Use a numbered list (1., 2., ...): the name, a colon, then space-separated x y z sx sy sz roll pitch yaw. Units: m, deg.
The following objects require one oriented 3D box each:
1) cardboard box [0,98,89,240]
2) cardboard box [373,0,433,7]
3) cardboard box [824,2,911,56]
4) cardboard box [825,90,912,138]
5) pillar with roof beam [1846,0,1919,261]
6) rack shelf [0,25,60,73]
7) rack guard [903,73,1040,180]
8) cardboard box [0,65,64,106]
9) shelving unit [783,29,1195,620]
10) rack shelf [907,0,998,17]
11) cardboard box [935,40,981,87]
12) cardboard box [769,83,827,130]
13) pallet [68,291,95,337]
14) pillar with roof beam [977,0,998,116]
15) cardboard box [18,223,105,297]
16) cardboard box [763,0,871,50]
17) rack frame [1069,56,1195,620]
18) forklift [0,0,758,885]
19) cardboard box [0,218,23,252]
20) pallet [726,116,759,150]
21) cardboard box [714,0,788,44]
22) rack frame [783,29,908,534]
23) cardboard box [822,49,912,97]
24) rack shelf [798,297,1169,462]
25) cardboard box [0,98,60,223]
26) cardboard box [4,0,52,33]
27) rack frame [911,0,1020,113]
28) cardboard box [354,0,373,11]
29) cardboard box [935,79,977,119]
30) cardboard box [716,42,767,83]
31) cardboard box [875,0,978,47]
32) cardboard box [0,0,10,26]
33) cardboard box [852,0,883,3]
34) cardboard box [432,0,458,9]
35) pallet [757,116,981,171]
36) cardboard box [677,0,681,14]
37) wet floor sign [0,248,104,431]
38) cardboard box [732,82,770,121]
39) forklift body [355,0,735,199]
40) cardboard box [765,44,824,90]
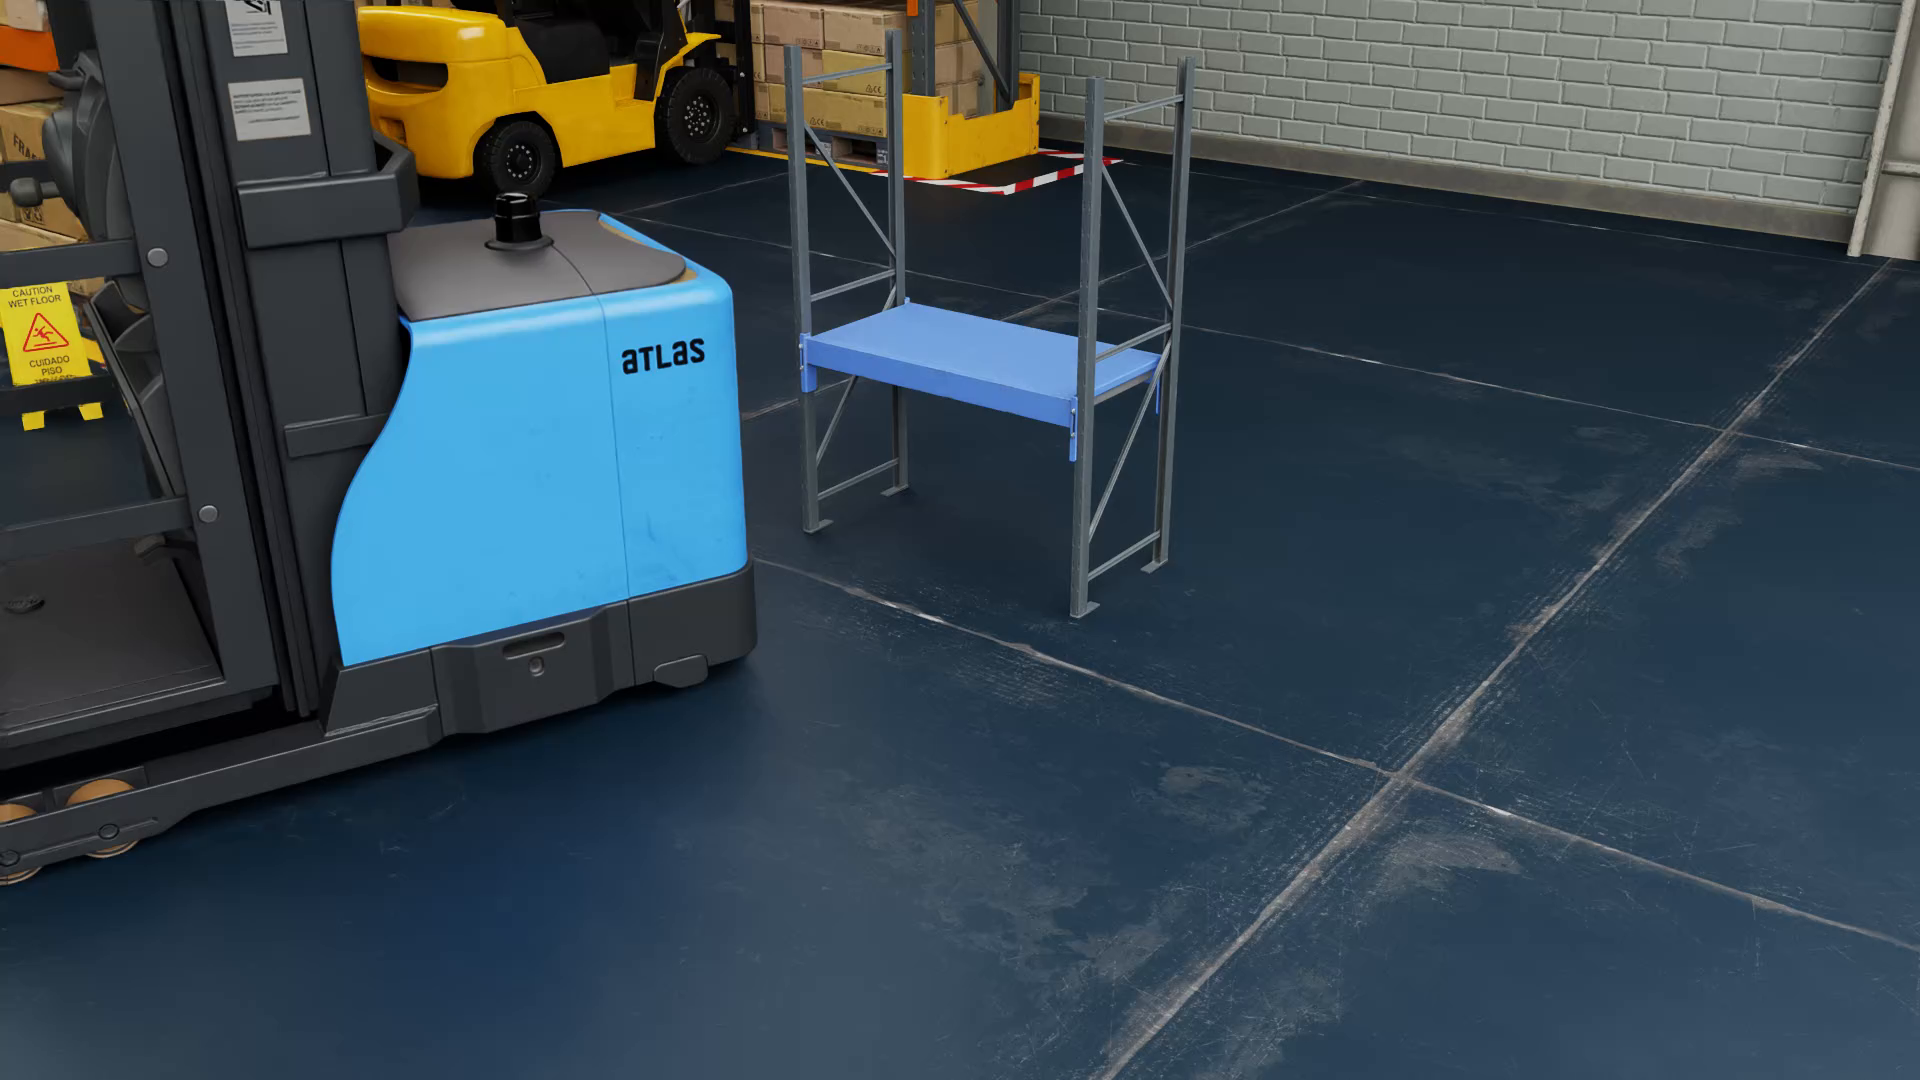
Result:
1. cardboard box: -3.726 -1.622 7.170 0.500 0.500 0.500 17 29 34
2. cardboard box: -4.196 -4.223 13.539 0.625 0.625 0.875 16 29 33
3. cardboard box: -0.510 -3.240 10.532 0.500 0.250 0.500 18 29 35
4. cardboard box: -0.520 -2.783 10.736 0.500 0.250 0.500 17 29 34
5. pillar with roof beam: 2.248 -4.202 3.627 0.400 9.000 9.100 17 29 33
6. rack shelf: -4.529 -2.390 7.845 4.000 0.370 1.077 17 29 33
7. rack guard: 0.065 -2.688 10.730 0.348 0.500 1.175 17 29 33
8. cardboard box: -4.060 -1.986 7.192 0.250 0.149 0.380 18 29 35
9. shelving unit: 0.068 -0.666 4.901 1.048 1.500 0.538 17 29 33
10. rack shelf: -1.555 -3.992 11.482 4.000 0.370 1.077 17 29 33
11. cardboard box: -0.206 -3.181 11.019 0.500 0.250 0.500 17 29 34
12. cardboard box: -0.912 -2.906 11.016 0.500 0.250 0.500 17 29 33
13. pallet: -3.618 -1.185 7.678 1.213 0.211 1.003 17 29 33
14. pillar with roof beam: -2.553 -5.653 6.920 0.400 9.000 9.100 17 29 33
15. cardboard box: -3.756 -1.284 7.332 0.500 0.250 0.500 17 29 33
16. cardboard box: -0.922 -3.361 10.808 0.500 0.250 0.500 17 29 34
17. rack frame: 0.475 -0.543 4.622 0.032 1.500 0.500 17 29 33
18. forklift: -2.067 -0.845 3.533 3.031 2.935 1.130 -14 27 -29
19. cardboard box: -4.147 -1.406 7.609 0.500 0.250 0.500 17 29 33
20. pallet: -1.564 -3.028 11.861 1.213 0.211 1.003 17 29 33
21. cardboard box: -1.332 -3.480 11.078 0.500 0.250 0.500 17 29 34
22. rack frame: -0.339 -0.789 5.180 0.032 1.500 0.500 17 29 33
23. cardboard box: -0.532 -3.017 10.647 0.500 0.250 0.500 16 29 33
24. rack shelf: 0.068 -0.501 4.973 1.000 0.185 0.538 17 29 33
25. cardboard box: -4.146 -1.747 7.454 0.500 0.500 0.500 18 30 35
26. cardboard box: -3.625 -2.167 6.760 0.250 0.149 0.380 16 29 33
27. rack frame: 0.045 -3.838 10.240 0.127 3.000 1.000 17 29 33
28. cardboard box: -4.799 -4.404 13.950 0.625 0.625 0.875 15 28 31
29. cardboard box: -0.230 -2.953 11.122 0.500 0.250 0.500 17 29 34
30. cardboard box: -1.352 -3.260 11.198 0.500 0.250 0.500 16 28 32
31. cardboard box: -0.226 -3.406 10.910 0.500 0.250 0.500 16 29 33
32. cardboard box: -3.818 -2.236 6.916 0.250 0.149 0.380 16 29 32
33. cardboard box: -0.628 -3.526 11.182 0.500 0.250 0.500 17 29 33
34. cardboard box: -3.580 -4.033 13.107 0.625 0.625 0.875 18 30 36
35. pallet: -0.592 -2.733 11.191 1.213 0.211 1.003 17 29 33
36. cardboard box: -1.733 -3.605 11.361 0.500 0.250 0.500 16 28 32
37. wet floor sign: -3.418 -0.767 6.190 0.267 0.644 0.232 -15 28 -30
38. cardboard box: -1.307 -3.030 11.297 0.500 0.250 0.500 17 29 34
39. forklift body: -2.566 -3.319 10.116 1.214 2.155 2.313 17 29 33
40. cardboard box: -0.926 -3.142 10.930 0.500 0.250 0.500 16 29 33
